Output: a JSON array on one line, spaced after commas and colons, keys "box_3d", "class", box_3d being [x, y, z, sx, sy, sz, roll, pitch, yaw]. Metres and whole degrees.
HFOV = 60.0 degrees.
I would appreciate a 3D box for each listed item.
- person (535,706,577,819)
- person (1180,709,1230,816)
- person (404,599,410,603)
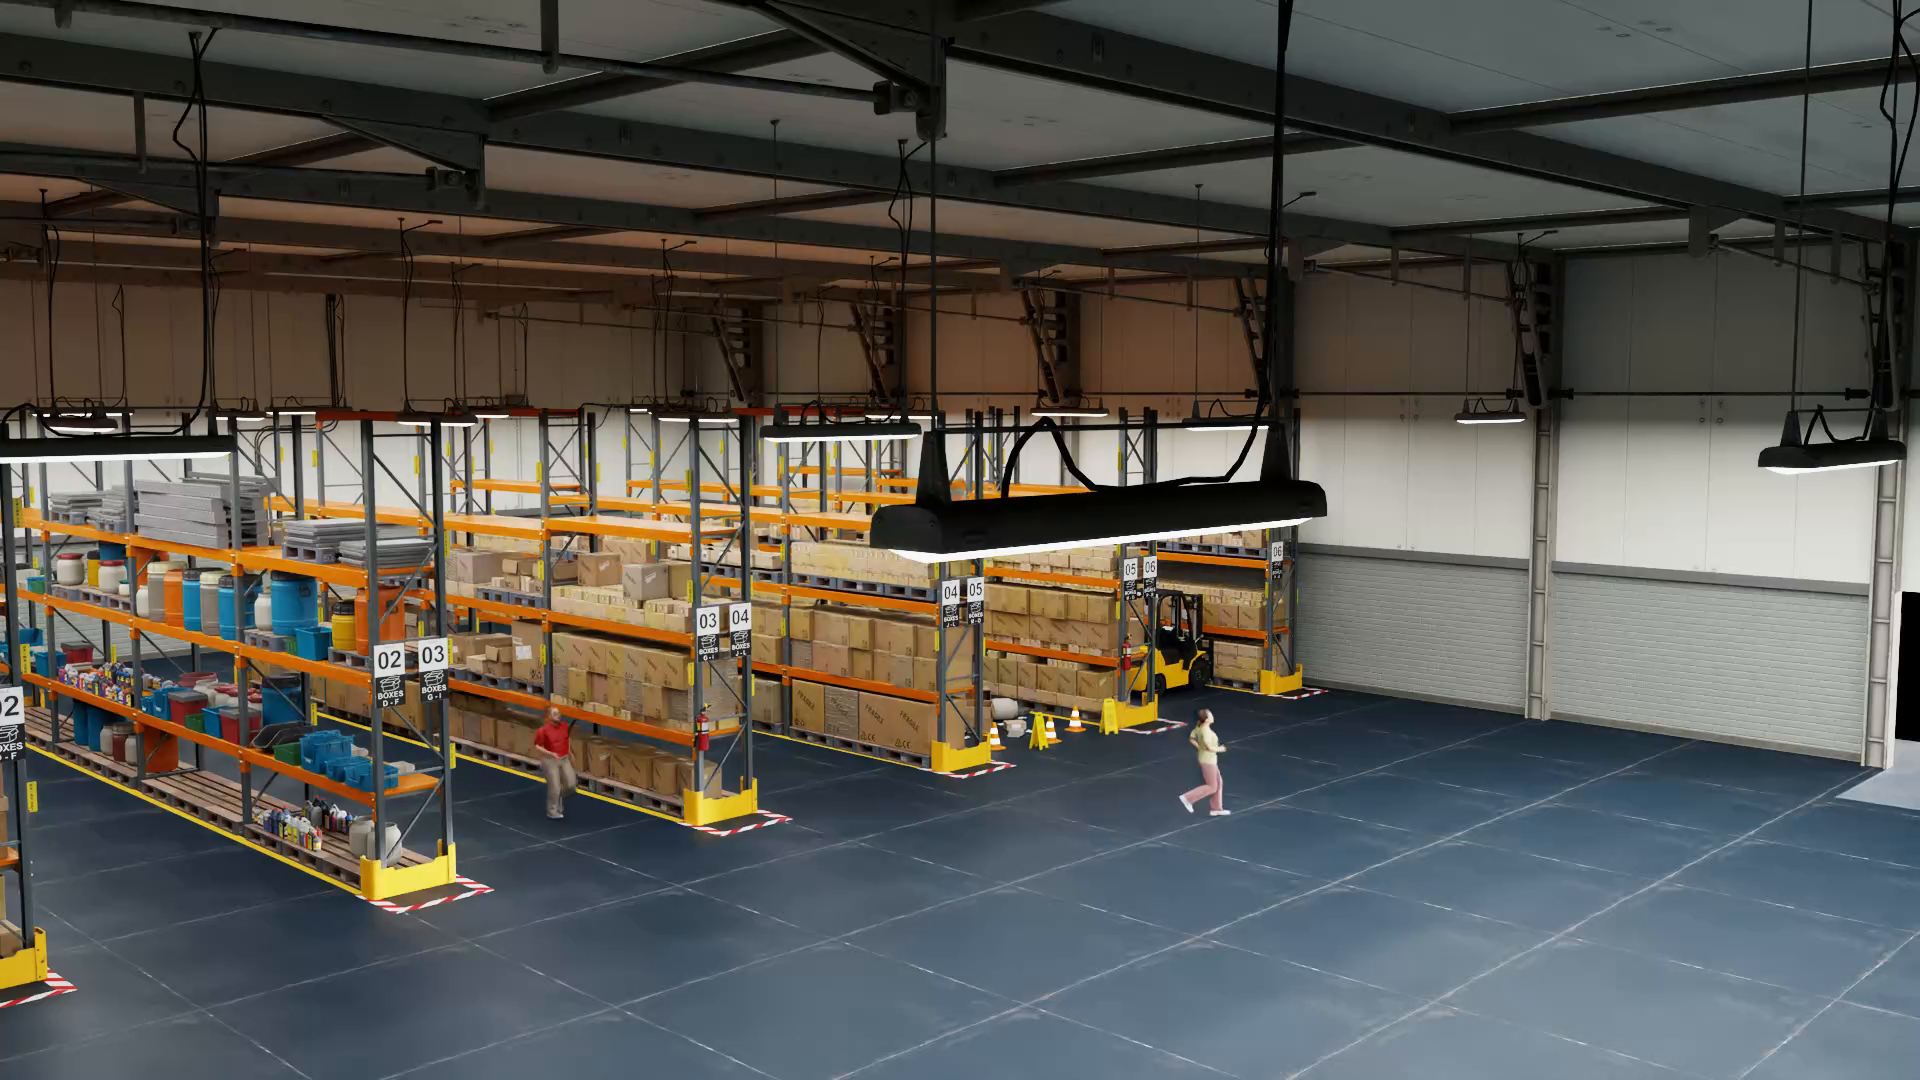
[{"box_3d": [-5.957, 3.302, 24.643, 0.586, 1.681, 0.638, 5, 7, 42], "class": "person"}, {"box_3d": [3.648, 3.318, 24.793, 0.806, 1.634, 0.589, -1, 5, -10], "class": "person"}, {"box_3d": [-12.799, 2.154, 38.184, 0.703, 1.598, 0.559, -2, 5, -20], "class": "person"}]
